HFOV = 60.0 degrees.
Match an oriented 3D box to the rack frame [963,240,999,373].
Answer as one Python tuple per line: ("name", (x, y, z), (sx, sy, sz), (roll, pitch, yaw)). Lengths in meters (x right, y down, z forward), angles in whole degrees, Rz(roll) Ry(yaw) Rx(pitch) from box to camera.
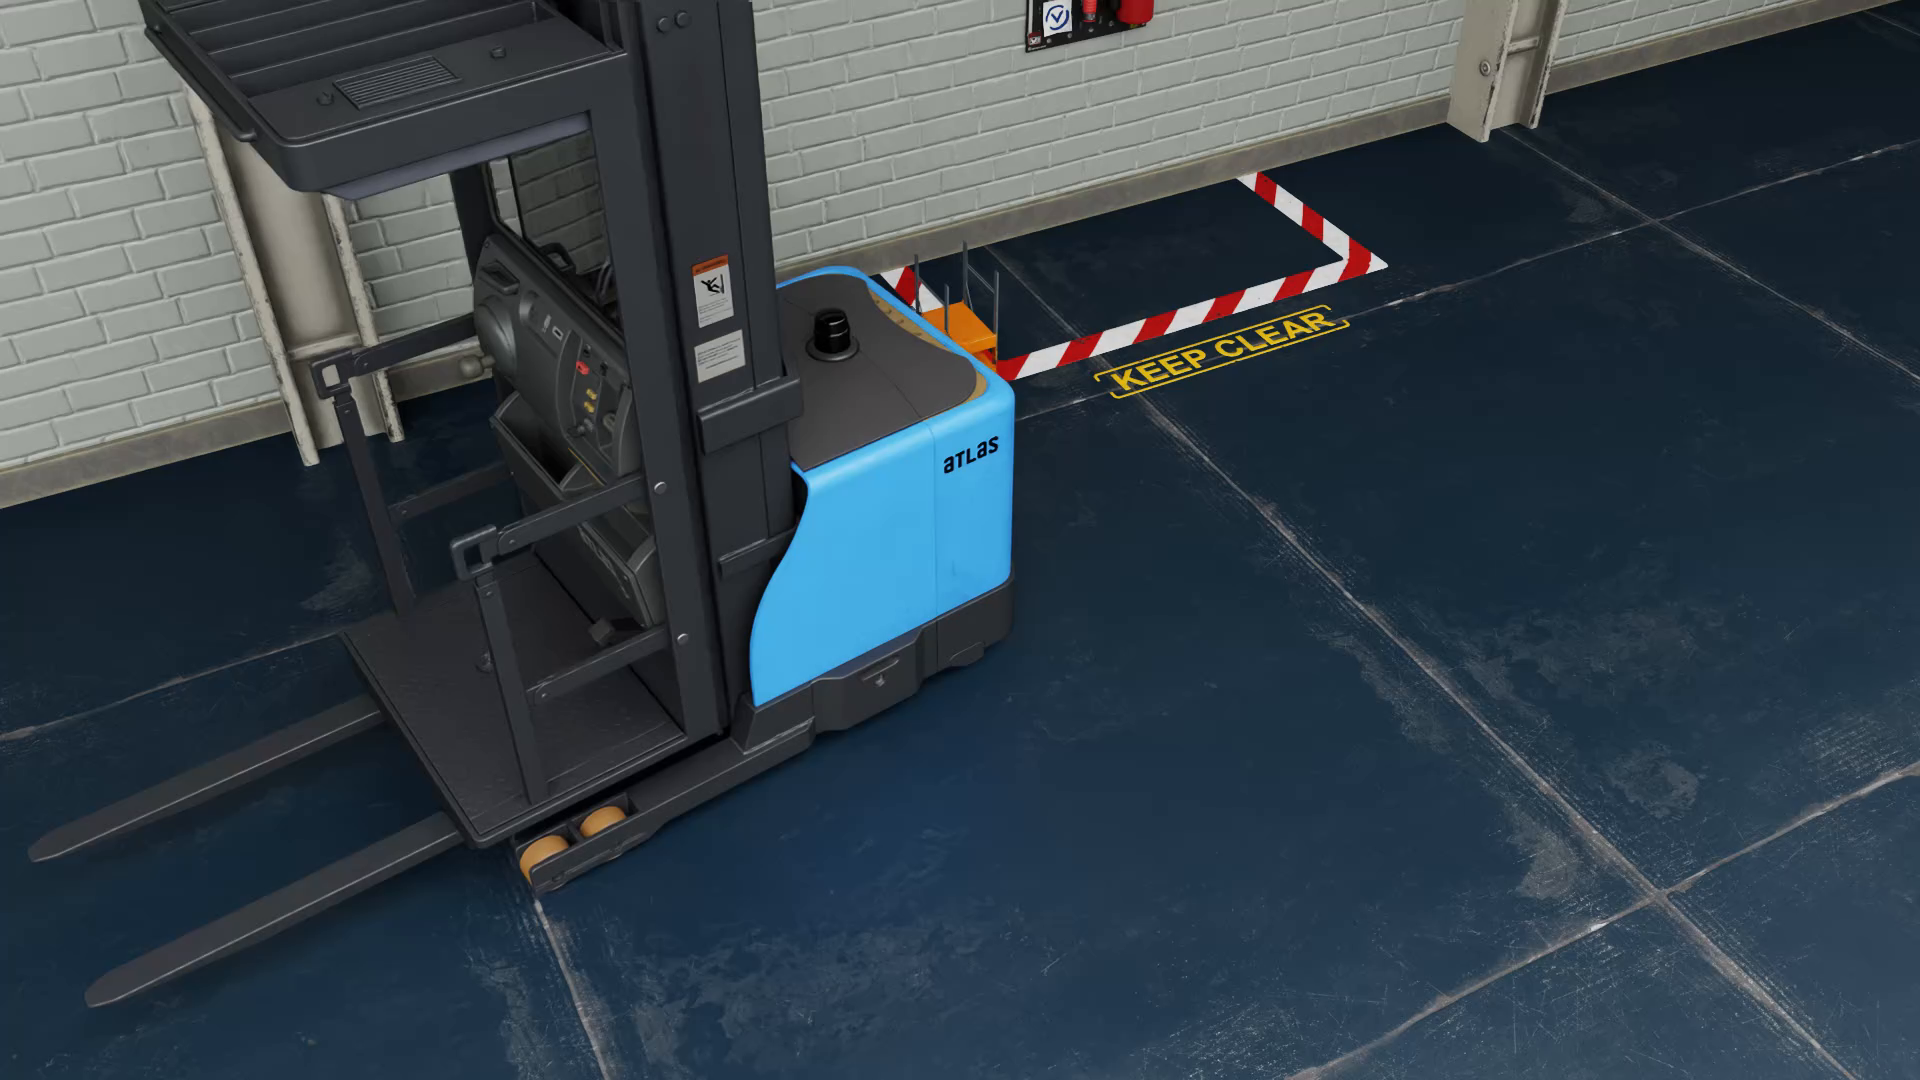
("rack frame", (0.068, -0.481, 5.890), (0.006, 1.200, 0.240), (-19, 44, -21))

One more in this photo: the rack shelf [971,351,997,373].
("rack shelf", (-0.013, -0.603, 5.731), (0.180, 0.103, 0.258), (-19, 44, -21))

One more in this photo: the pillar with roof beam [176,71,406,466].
("pillar with roof beam", (-0.502, -1.405, 0.945), (0.400, 9.000, 9.100), (-19, 44, -21))

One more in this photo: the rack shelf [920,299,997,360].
("rack shelf", (-0.013, -0.694, 5.653), (0.180, 0.103, 0.258), (-19, 44, -21))

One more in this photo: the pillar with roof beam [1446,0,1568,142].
("pillar with roof beam", (4.819, -3.196, 3.061), (0.400, 9.000, 9.100), (-19, 44, -21))

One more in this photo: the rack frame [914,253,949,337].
("rack frame", (-0.094, -0.426, 5.825), (0.006, 1.200, 0.240), (-19, 44, -21))

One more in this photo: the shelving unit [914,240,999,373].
("shelving unit", (-0.013, -0.454, 5.857), (0.189, 1.200, 0.258), (-19, 44, -21))

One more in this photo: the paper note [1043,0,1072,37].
("paper note", (0.432, -2.308, 7.337), (0.142, 0.148, 0.016), (-19, 44, -21))

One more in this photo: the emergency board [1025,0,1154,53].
("emergency board", (0.621, -2.658, 7.068), (0.643, 1.169, 0.194), (-19, 44, -21))

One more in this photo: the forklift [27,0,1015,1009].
("forklift", (-1.301, -0.455, 4.519), (3.031, 2.935, 1.130), (-25, 46, -27))
